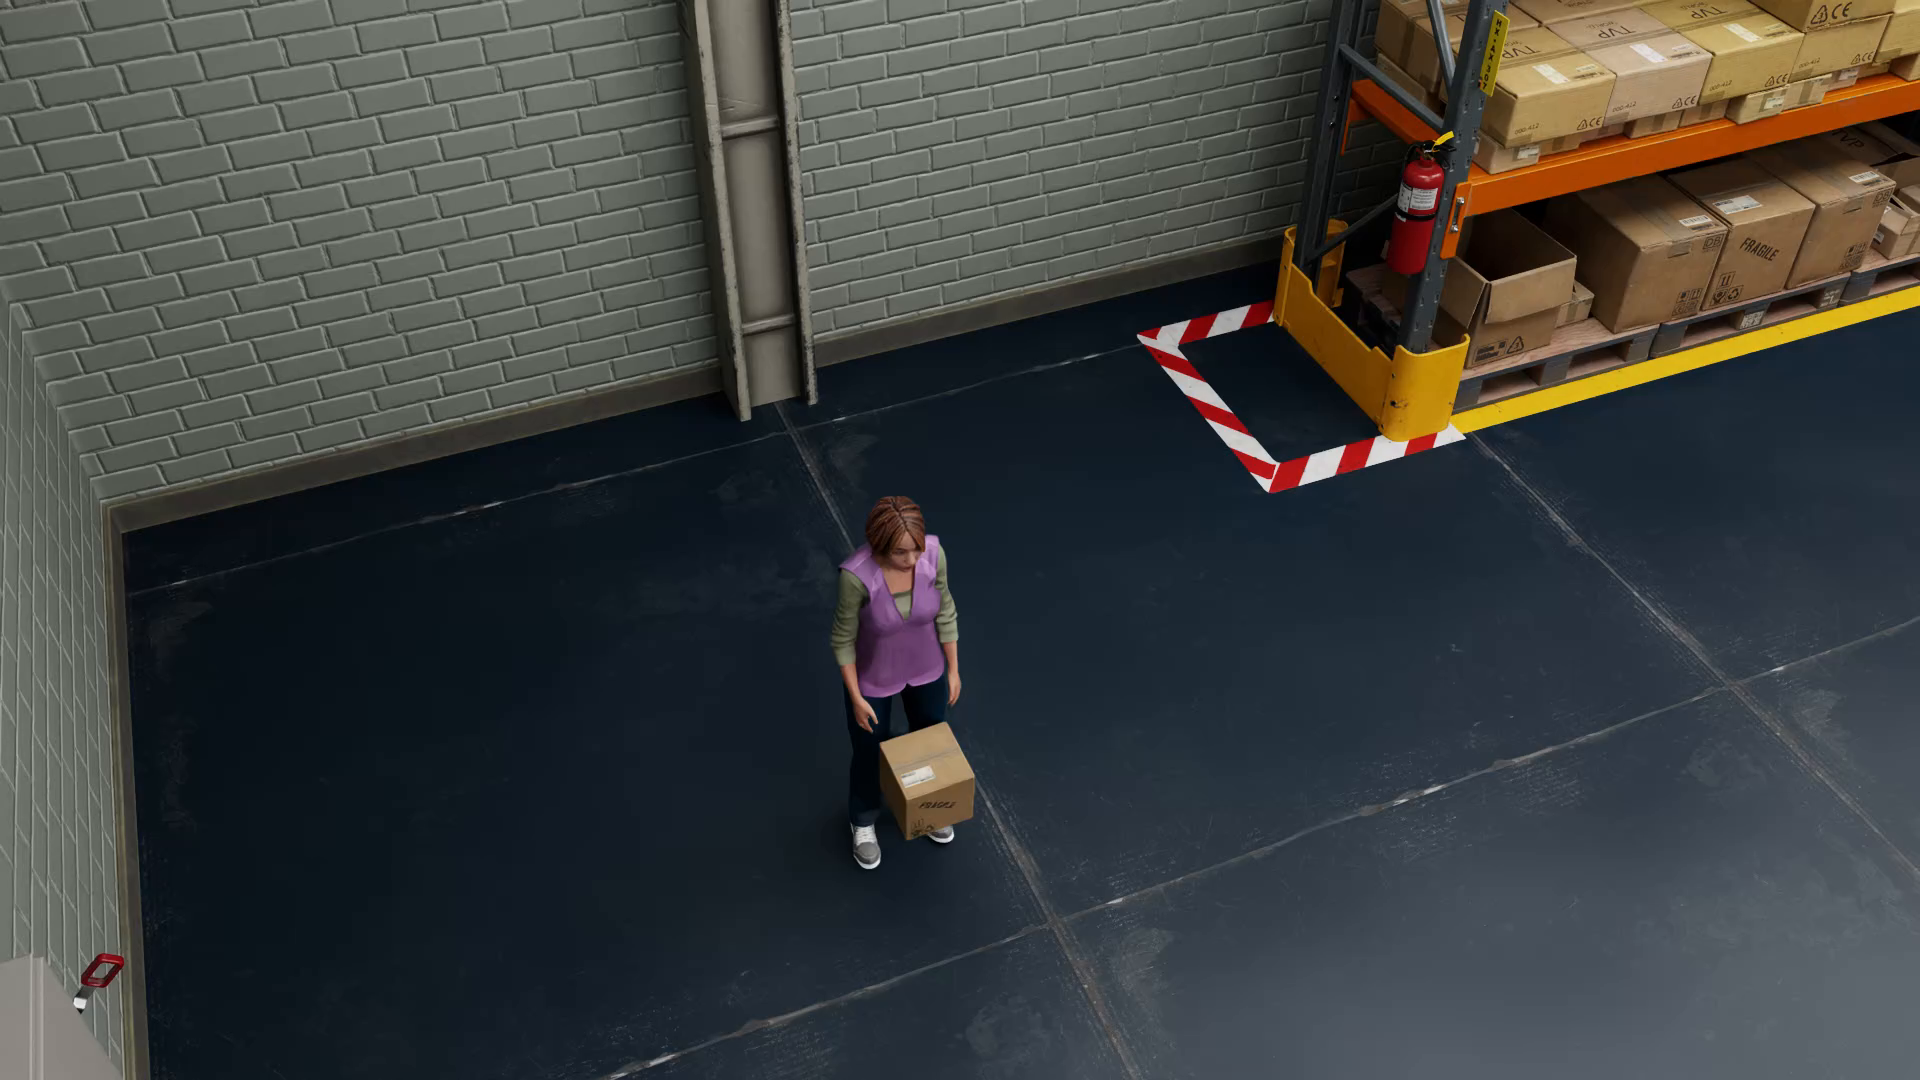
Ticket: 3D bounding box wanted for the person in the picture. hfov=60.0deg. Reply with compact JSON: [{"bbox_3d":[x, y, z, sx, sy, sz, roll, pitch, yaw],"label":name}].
[{"bbox_3d":[-0.215,0.462,5.657,0.450,1.599,0.339,-17,45,-17],"label":"person"}]
